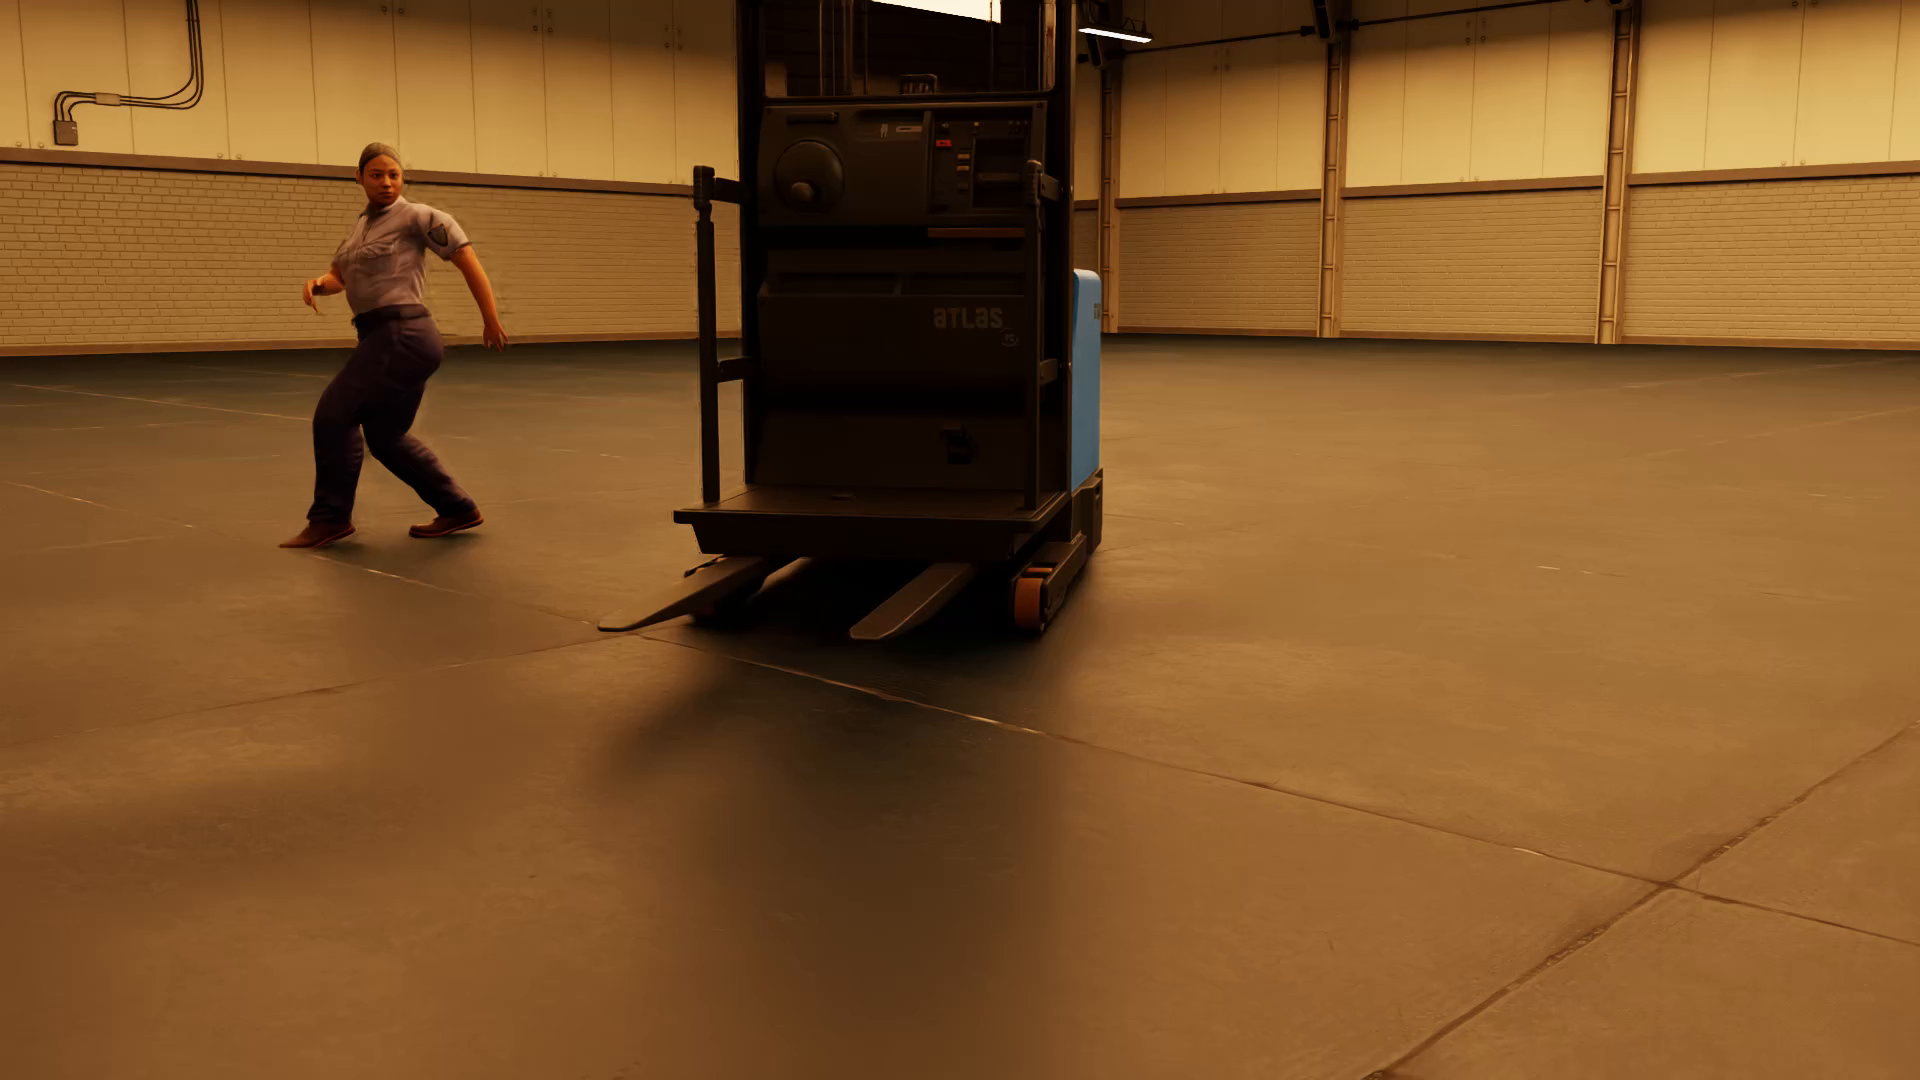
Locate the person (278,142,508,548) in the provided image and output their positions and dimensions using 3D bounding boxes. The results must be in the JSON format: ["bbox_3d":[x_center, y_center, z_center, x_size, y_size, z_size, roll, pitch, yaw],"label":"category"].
[{"bbox_3d":[-2.292,-0.757,6.634,0.891,1.592,0.505,-5,10,-28],"label":"person"}]

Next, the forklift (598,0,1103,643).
[{"bbox_3d":[-0.225,-1.236,5.080,1.130,2.935,3.031,2,9,11],"label":"forklift"}]
